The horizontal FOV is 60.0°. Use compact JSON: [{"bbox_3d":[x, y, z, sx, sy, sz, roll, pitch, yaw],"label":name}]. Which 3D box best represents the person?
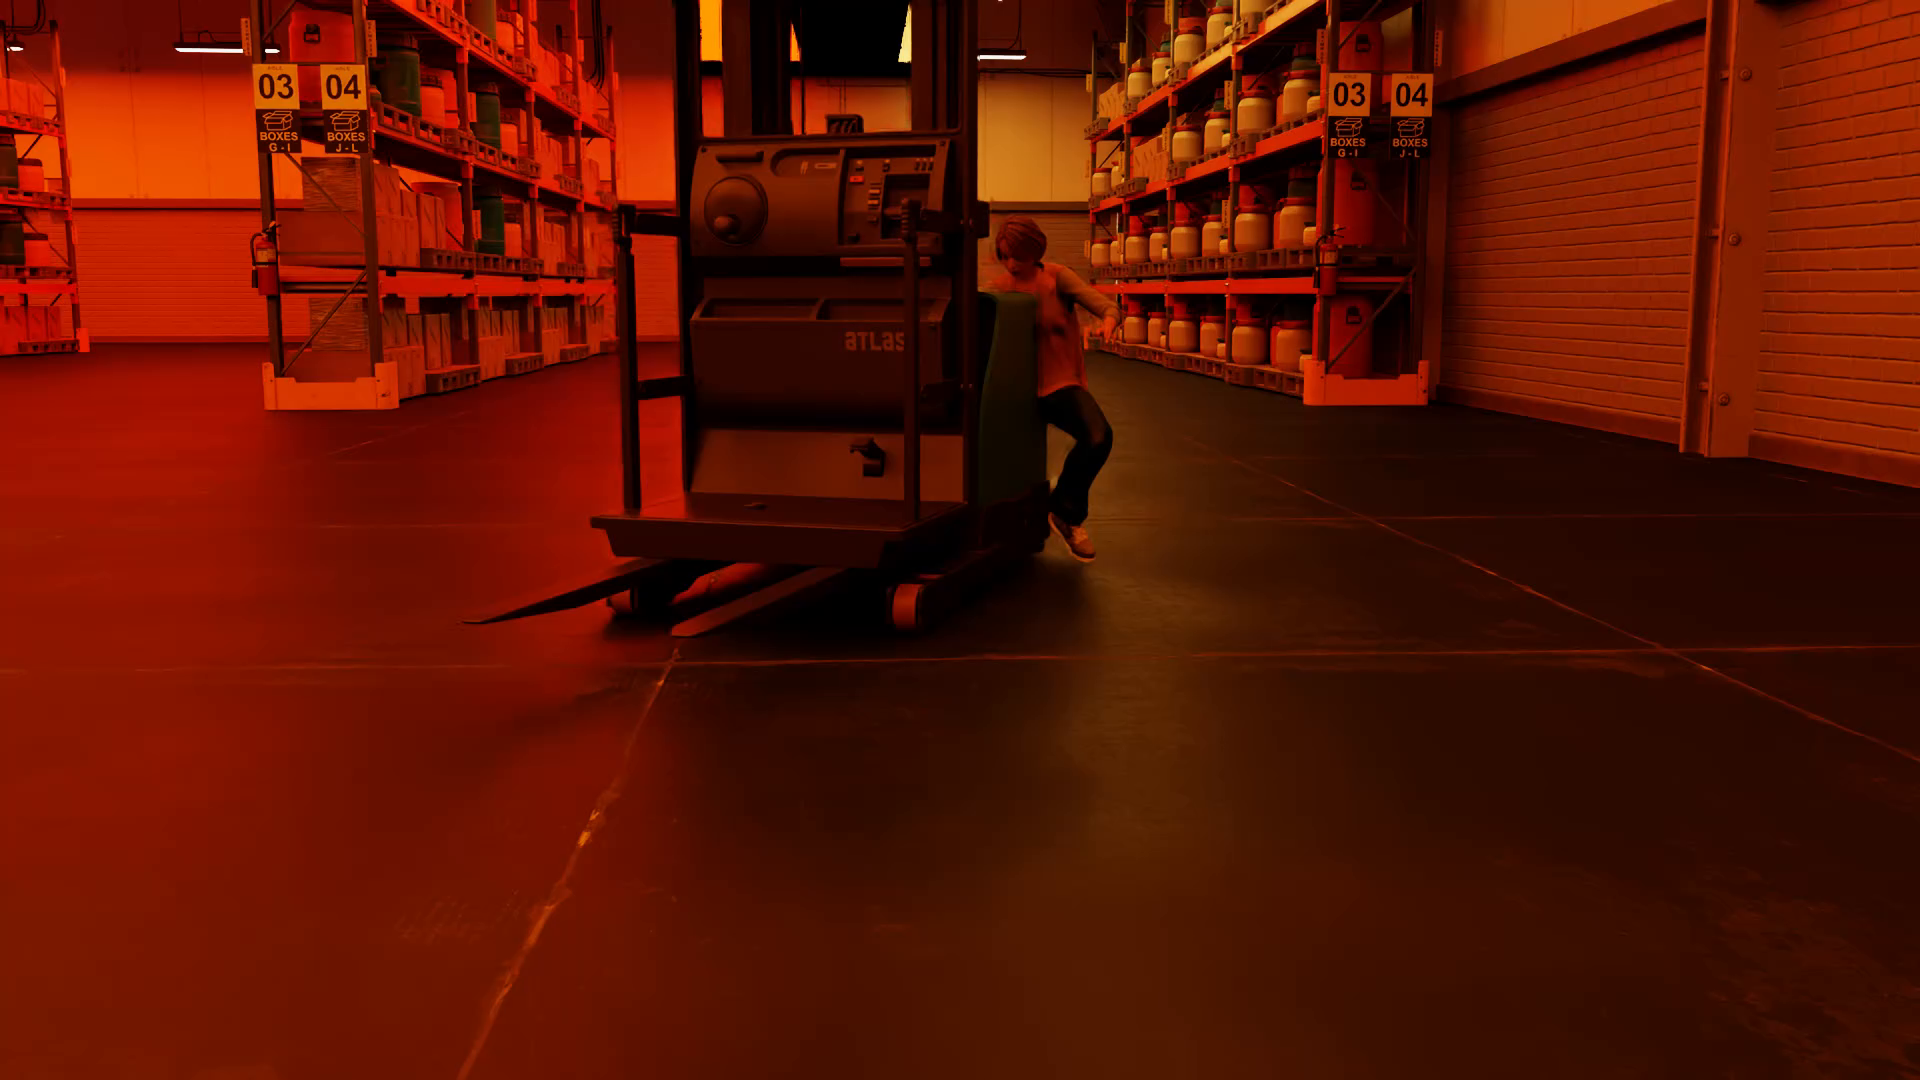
[{"bbox_3d":[0.313,-0.855,6.516,0.706,0.802,0.658,3,9,20],"label":"person"}]

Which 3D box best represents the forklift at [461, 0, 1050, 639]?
[{"bbox_3d":[-0.547,-1.215,5.514,1.130,2.935,3.031,3,9,17],"label":"forklift"}]
